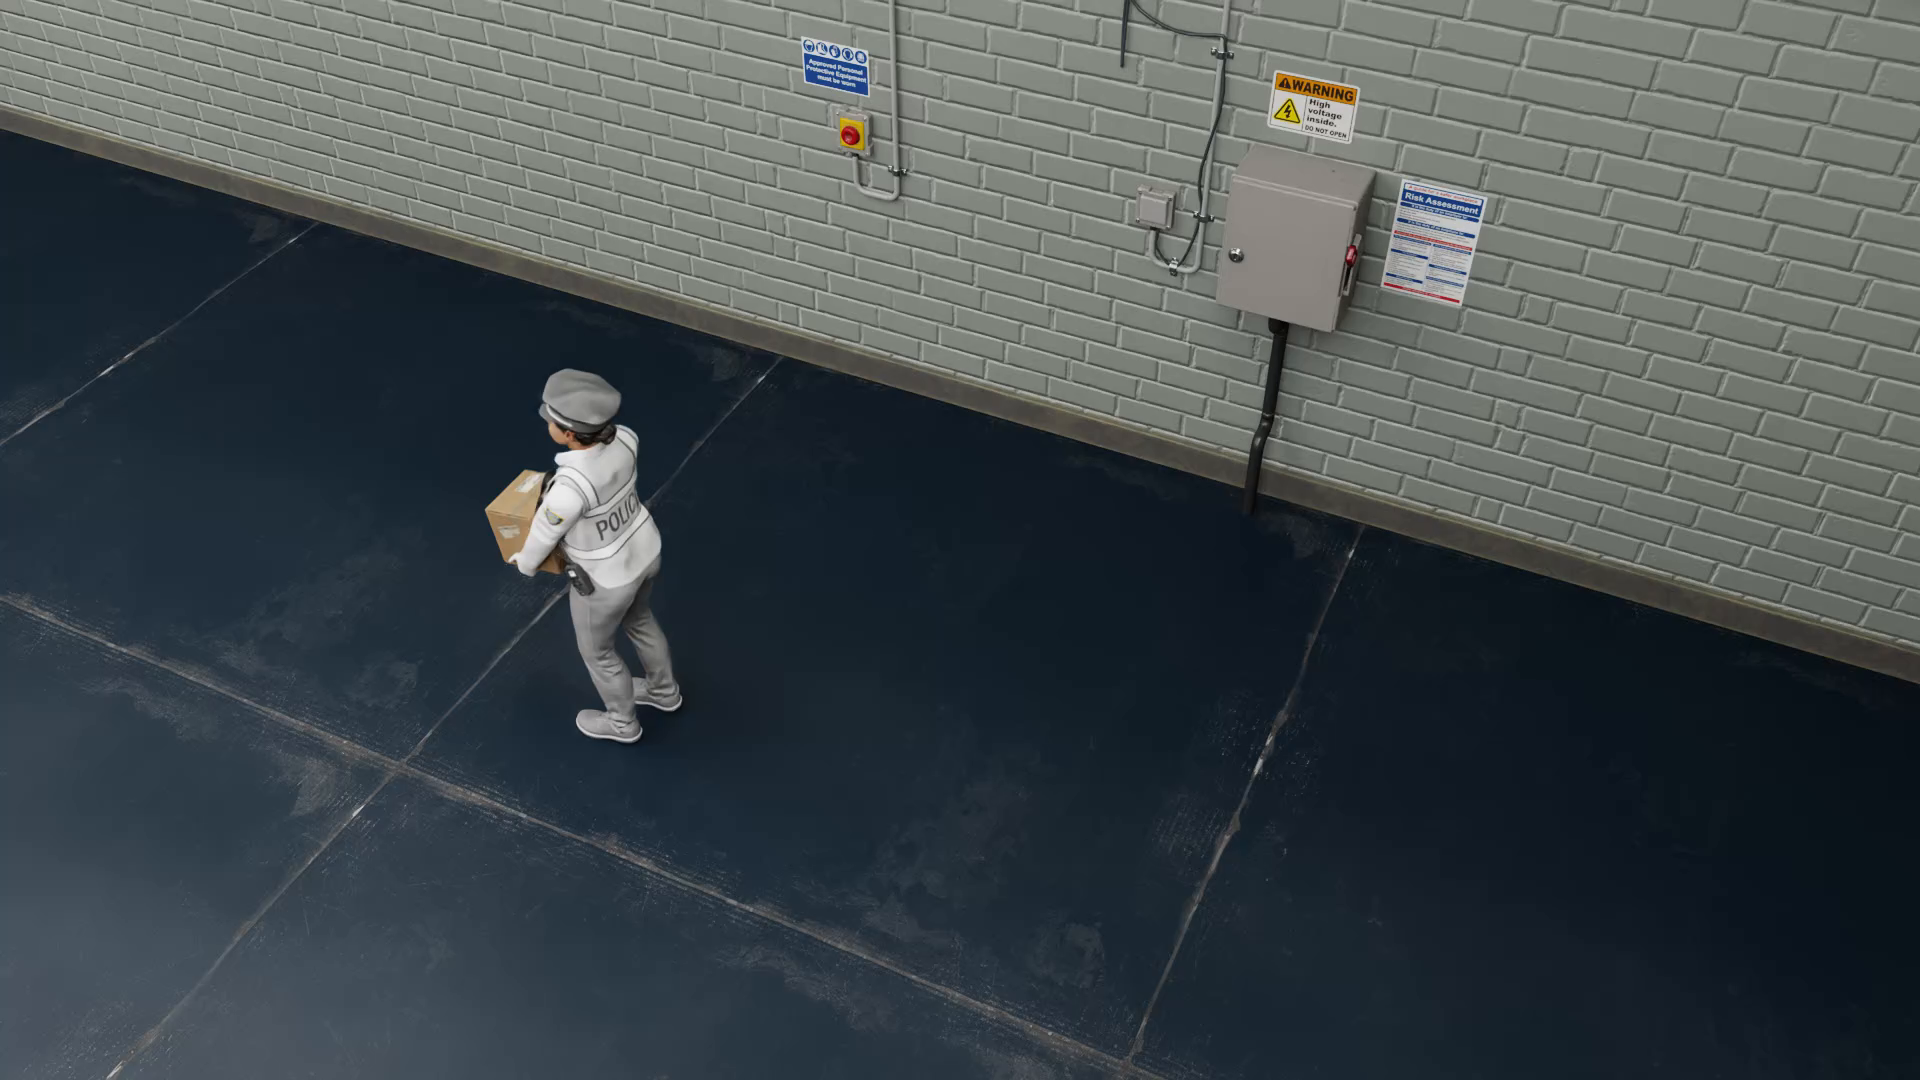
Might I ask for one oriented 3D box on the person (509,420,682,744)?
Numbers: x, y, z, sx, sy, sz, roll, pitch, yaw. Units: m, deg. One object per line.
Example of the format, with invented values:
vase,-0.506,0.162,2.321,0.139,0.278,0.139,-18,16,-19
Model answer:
person,-1.352,0.091,6.073,0.522,1.655,0.416,17,45,18
